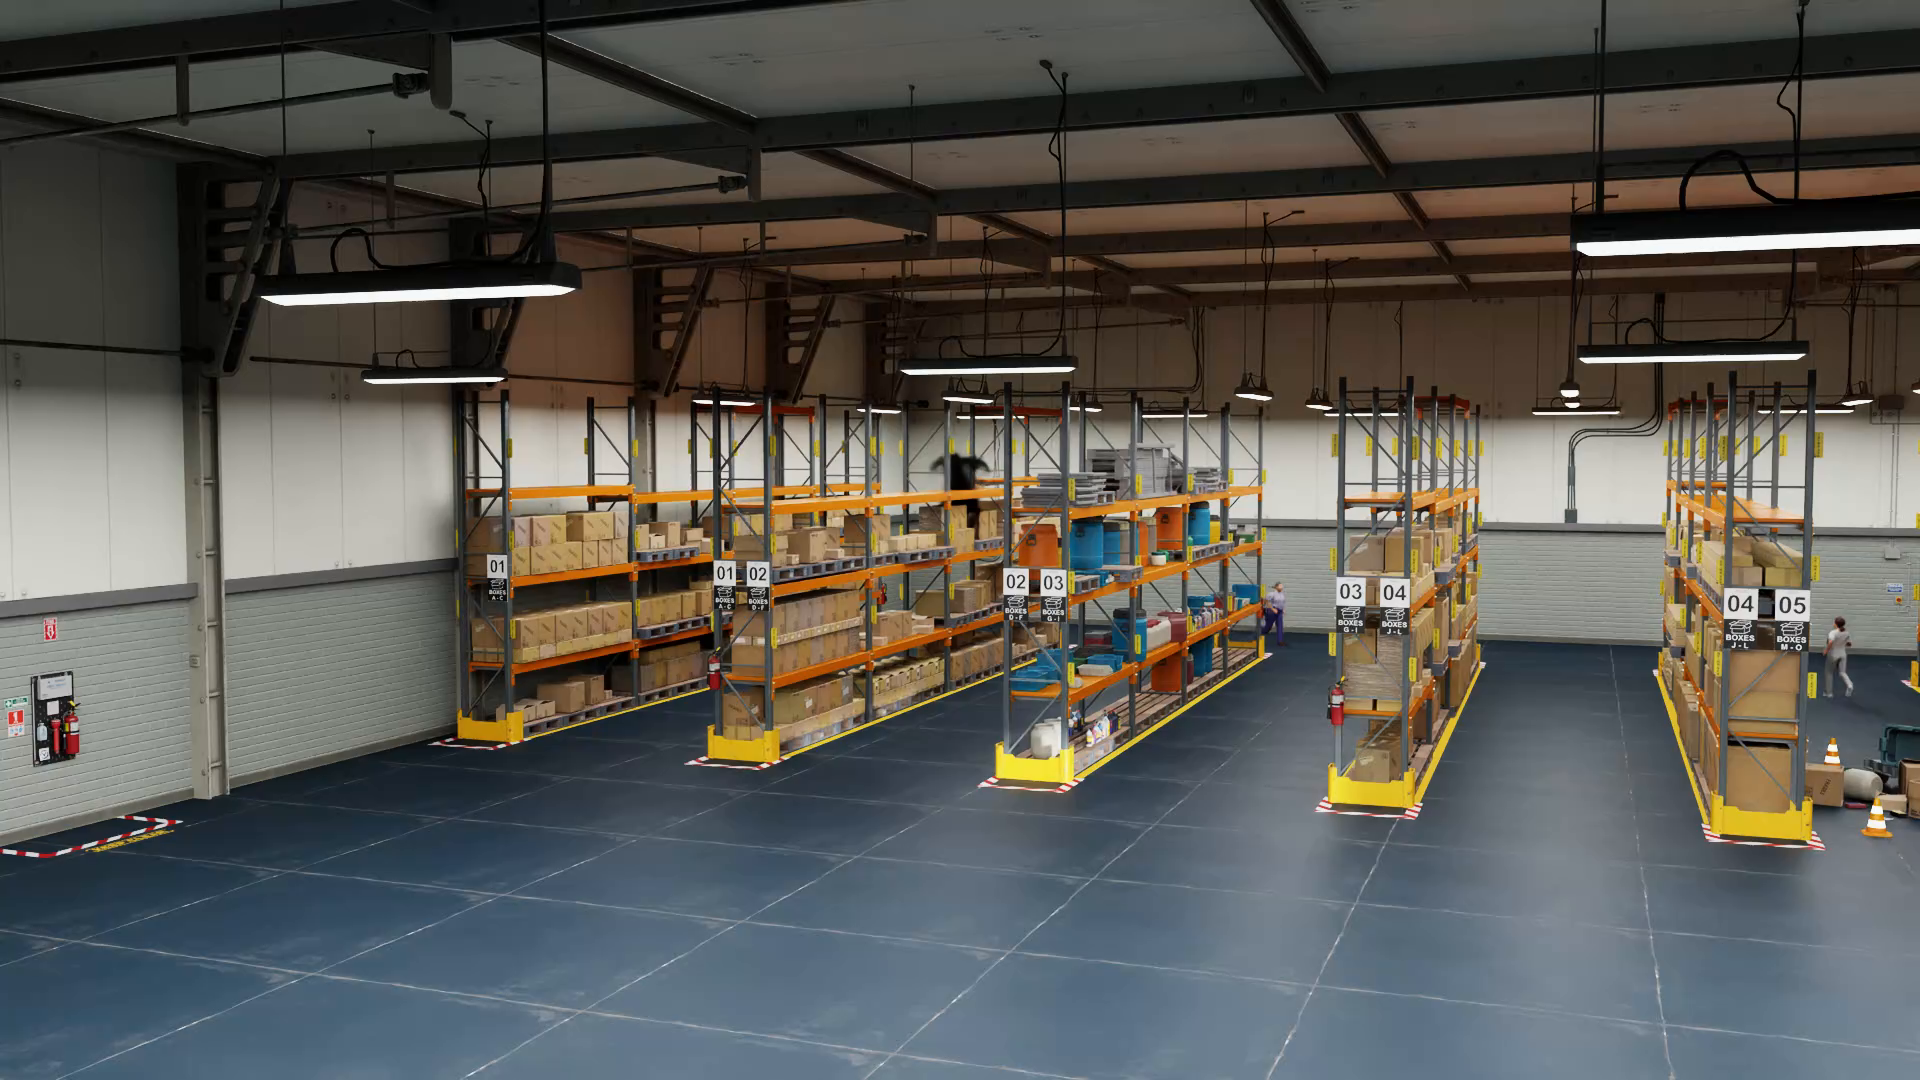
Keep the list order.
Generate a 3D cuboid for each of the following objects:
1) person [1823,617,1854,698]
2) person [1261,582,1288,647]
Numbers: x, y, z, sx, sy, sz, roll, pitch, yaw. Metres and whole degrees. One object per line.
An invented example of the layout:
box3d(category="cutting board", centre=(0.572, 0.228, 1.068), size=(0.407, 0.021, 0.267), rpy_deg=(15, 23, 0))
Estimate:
box3d(category="person", centre=(17.467, 2.347, 33.085), size=(0.563, 1.644, 0.904), rpy_deg=(0, 3, 0))
box3d(category="person", centre=(7.958, 1.867, 41.880), size=(0.646, 1.607, 0.931), rpy_deg=(-2, 4, -36))
